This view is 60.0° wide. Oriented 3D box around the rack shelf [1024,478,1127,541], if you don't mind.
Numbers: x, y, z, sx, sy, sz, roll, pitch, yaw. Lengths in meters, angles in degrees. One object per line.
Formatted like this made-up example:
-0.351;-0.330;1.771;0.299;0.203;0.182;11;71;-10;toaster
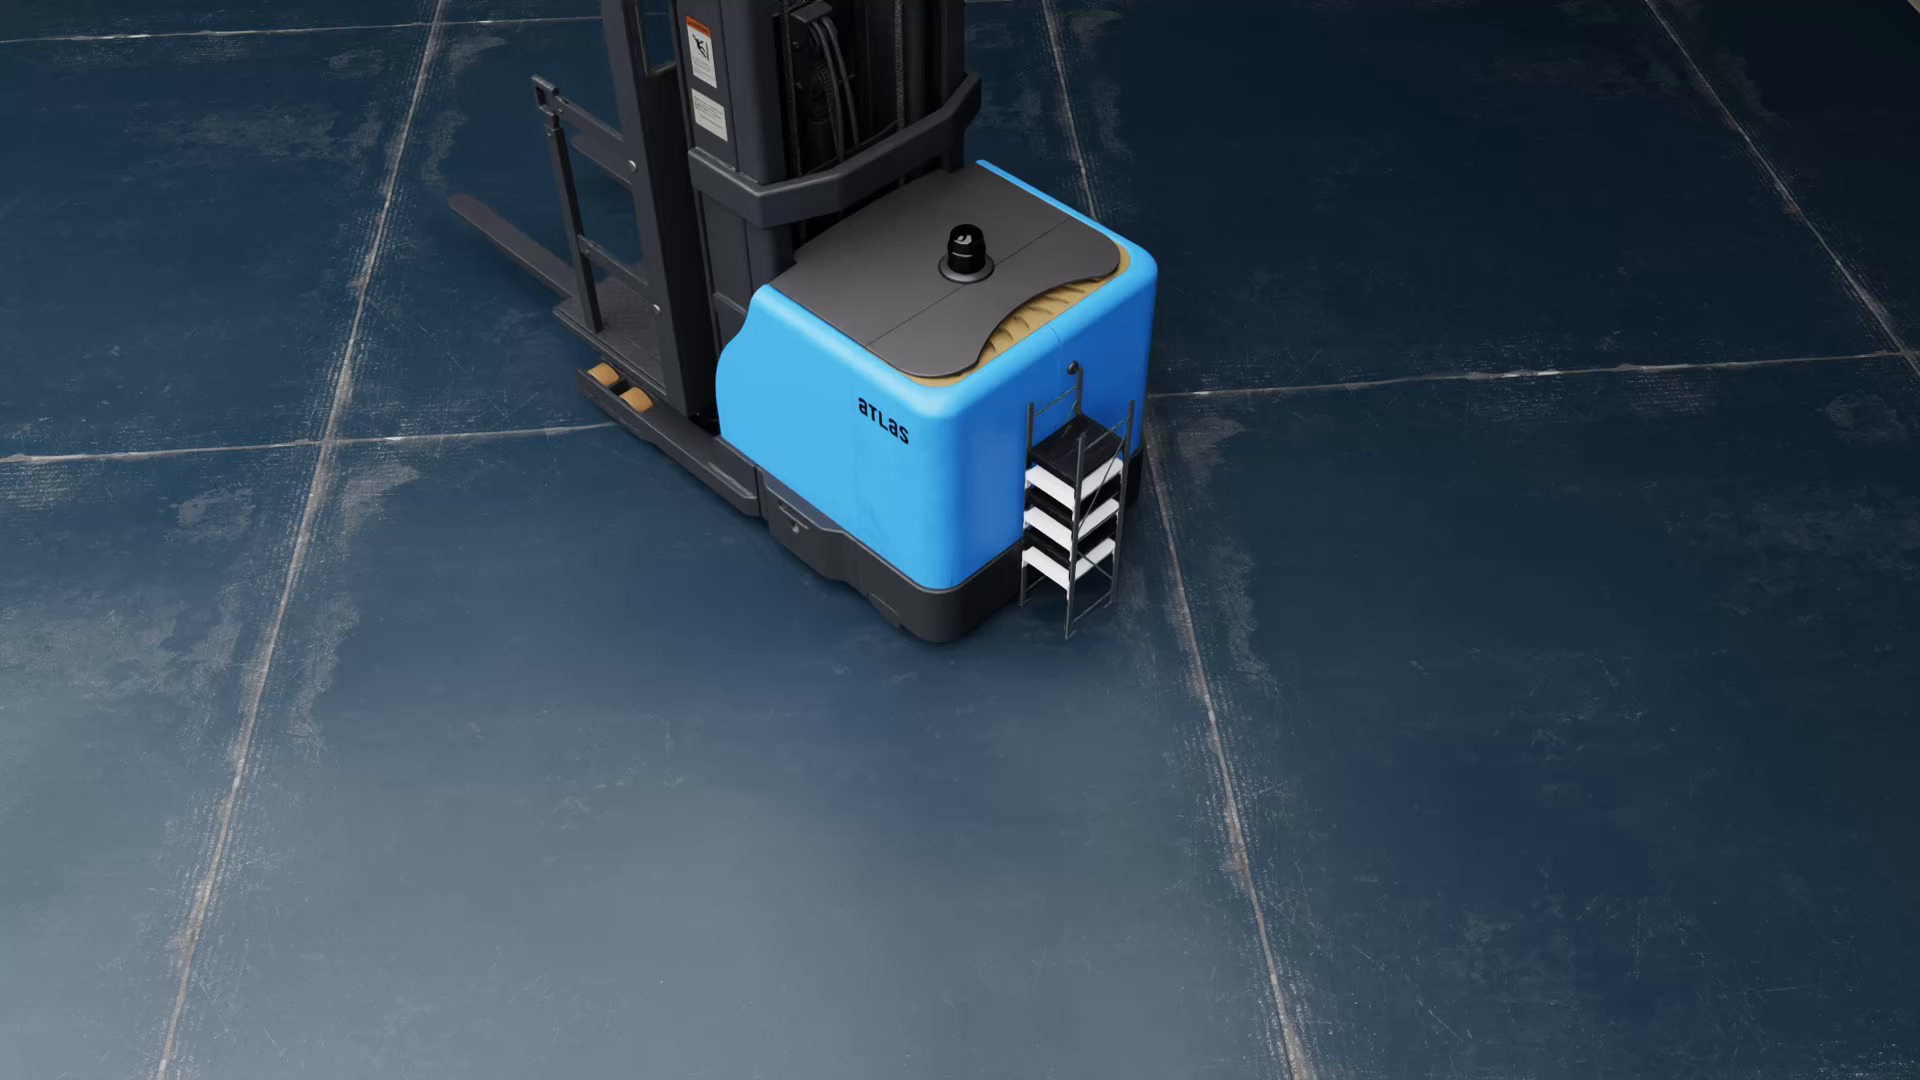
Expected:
0.358;-0.136;5.181;0.200;0.077;0.258;36;56;29;rack shelf

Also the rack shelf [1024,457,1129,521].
0.358;-0.198;5.116;0.200;0.077;0.258;36;56;29;rack shelf

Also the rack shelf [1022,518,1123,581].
0.358;-0.012;5.312;0.200;0.077;0.258;36;56;29;rack shelf

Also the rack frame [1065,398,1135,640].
0.431;-0.045;5.173;0.006;0.900;0.240;36;56;29;rack frame

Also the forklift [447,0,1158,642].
-0.775;-1.640;5.284;3.031;2.935;1.130;36;56;29;forklift

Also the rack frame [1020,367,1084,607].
0.286;-0.149;5.271;0.006;0.900;0.240;36;56;29;rack frame

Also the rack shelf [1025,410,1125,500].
0.358;-0.260;5.050;0.200;0.077;0.258;36;56;29;rack shelf

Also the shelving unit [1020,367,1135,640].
0.358;-0.097;5.222;0.210;0.900;0.258;36;56;29;shelving unit

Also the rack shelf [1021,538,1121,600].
0.358;0.050;5.377;0.200;0.077;0.258;36;56;29;rack shelf

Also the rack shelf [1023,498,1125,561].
0.358;-0.074;5.246;0.200;0.077;0.258;36;56;29;rack shelf
